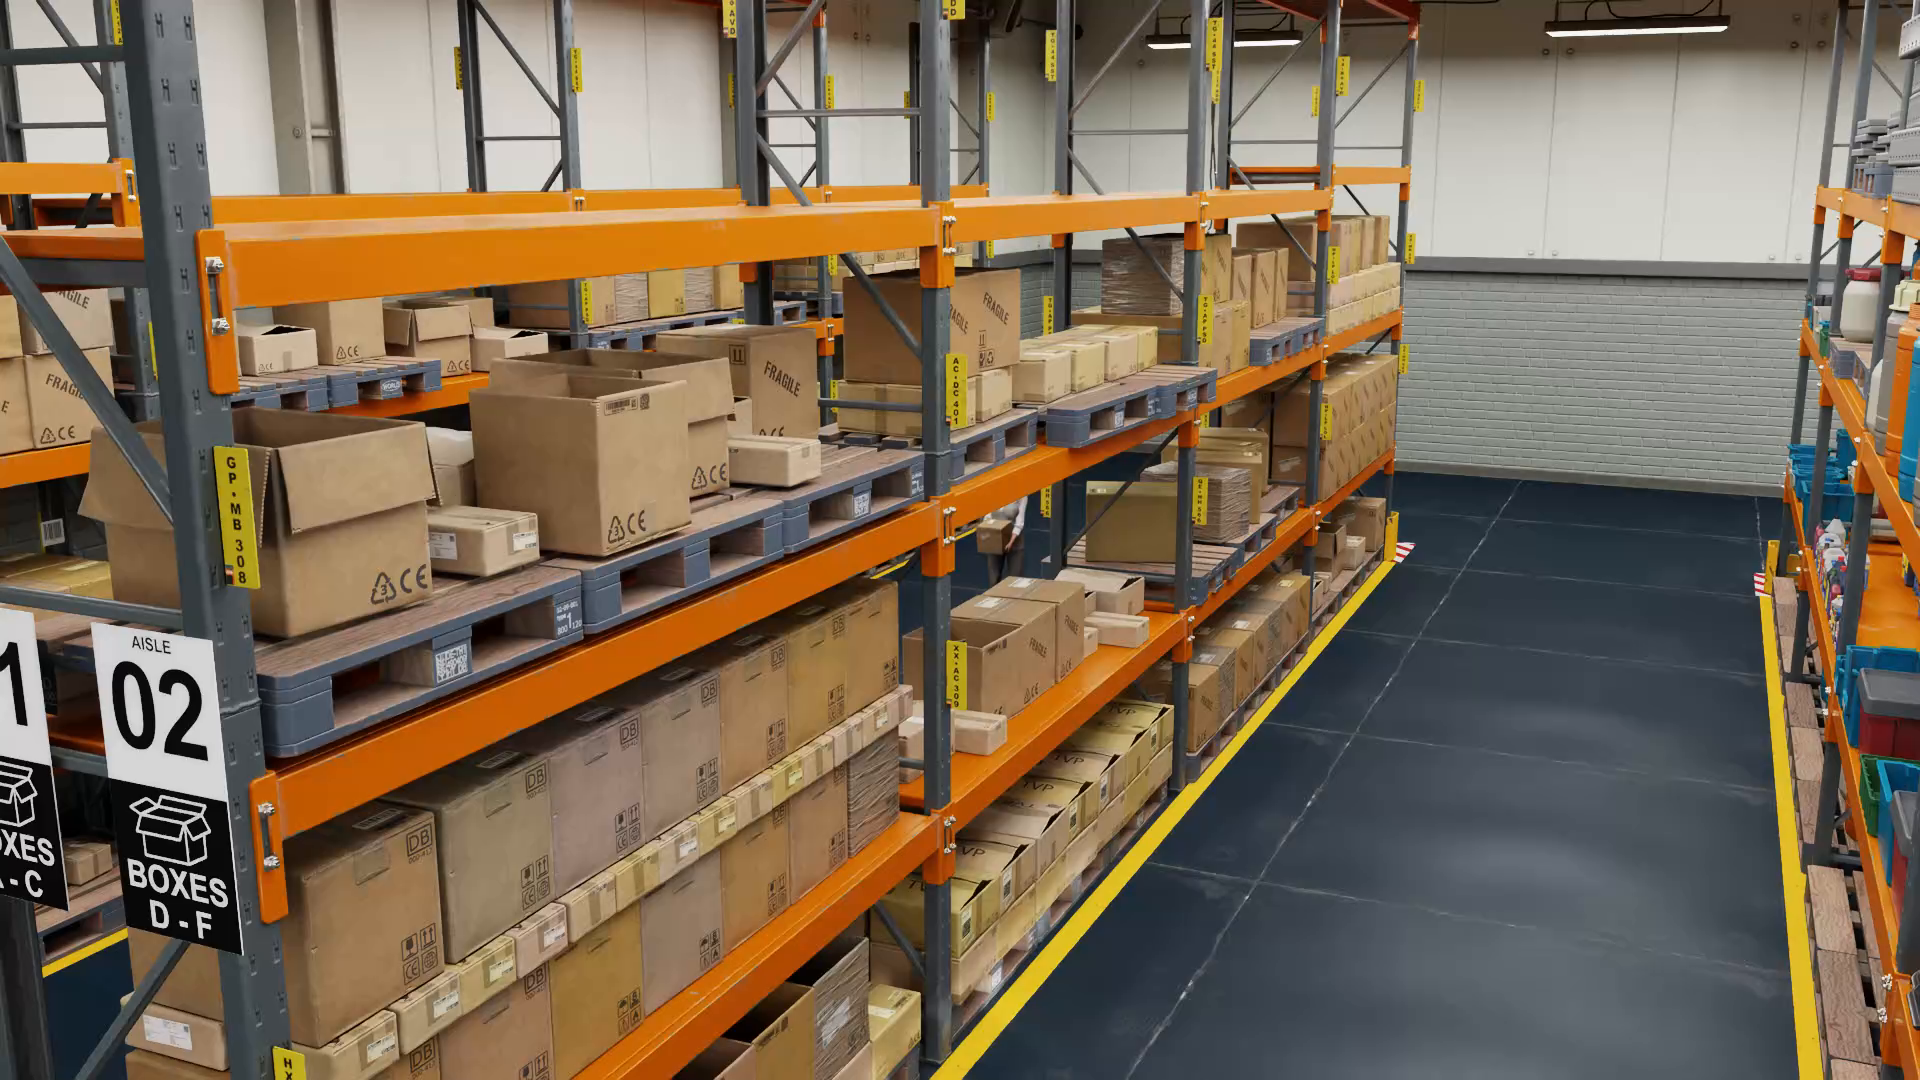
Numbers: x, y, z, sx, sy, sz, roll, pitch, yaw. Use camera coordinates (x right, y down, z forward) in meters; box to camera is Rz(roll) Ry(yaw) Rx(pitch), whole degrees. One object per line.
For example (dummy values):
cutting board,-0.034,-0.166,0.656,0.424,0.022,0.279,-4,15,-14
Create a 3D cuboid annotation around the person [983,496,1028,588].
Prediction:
person,0.400,0.103,15.541,0.404,1.591,0.497,6,14,25
